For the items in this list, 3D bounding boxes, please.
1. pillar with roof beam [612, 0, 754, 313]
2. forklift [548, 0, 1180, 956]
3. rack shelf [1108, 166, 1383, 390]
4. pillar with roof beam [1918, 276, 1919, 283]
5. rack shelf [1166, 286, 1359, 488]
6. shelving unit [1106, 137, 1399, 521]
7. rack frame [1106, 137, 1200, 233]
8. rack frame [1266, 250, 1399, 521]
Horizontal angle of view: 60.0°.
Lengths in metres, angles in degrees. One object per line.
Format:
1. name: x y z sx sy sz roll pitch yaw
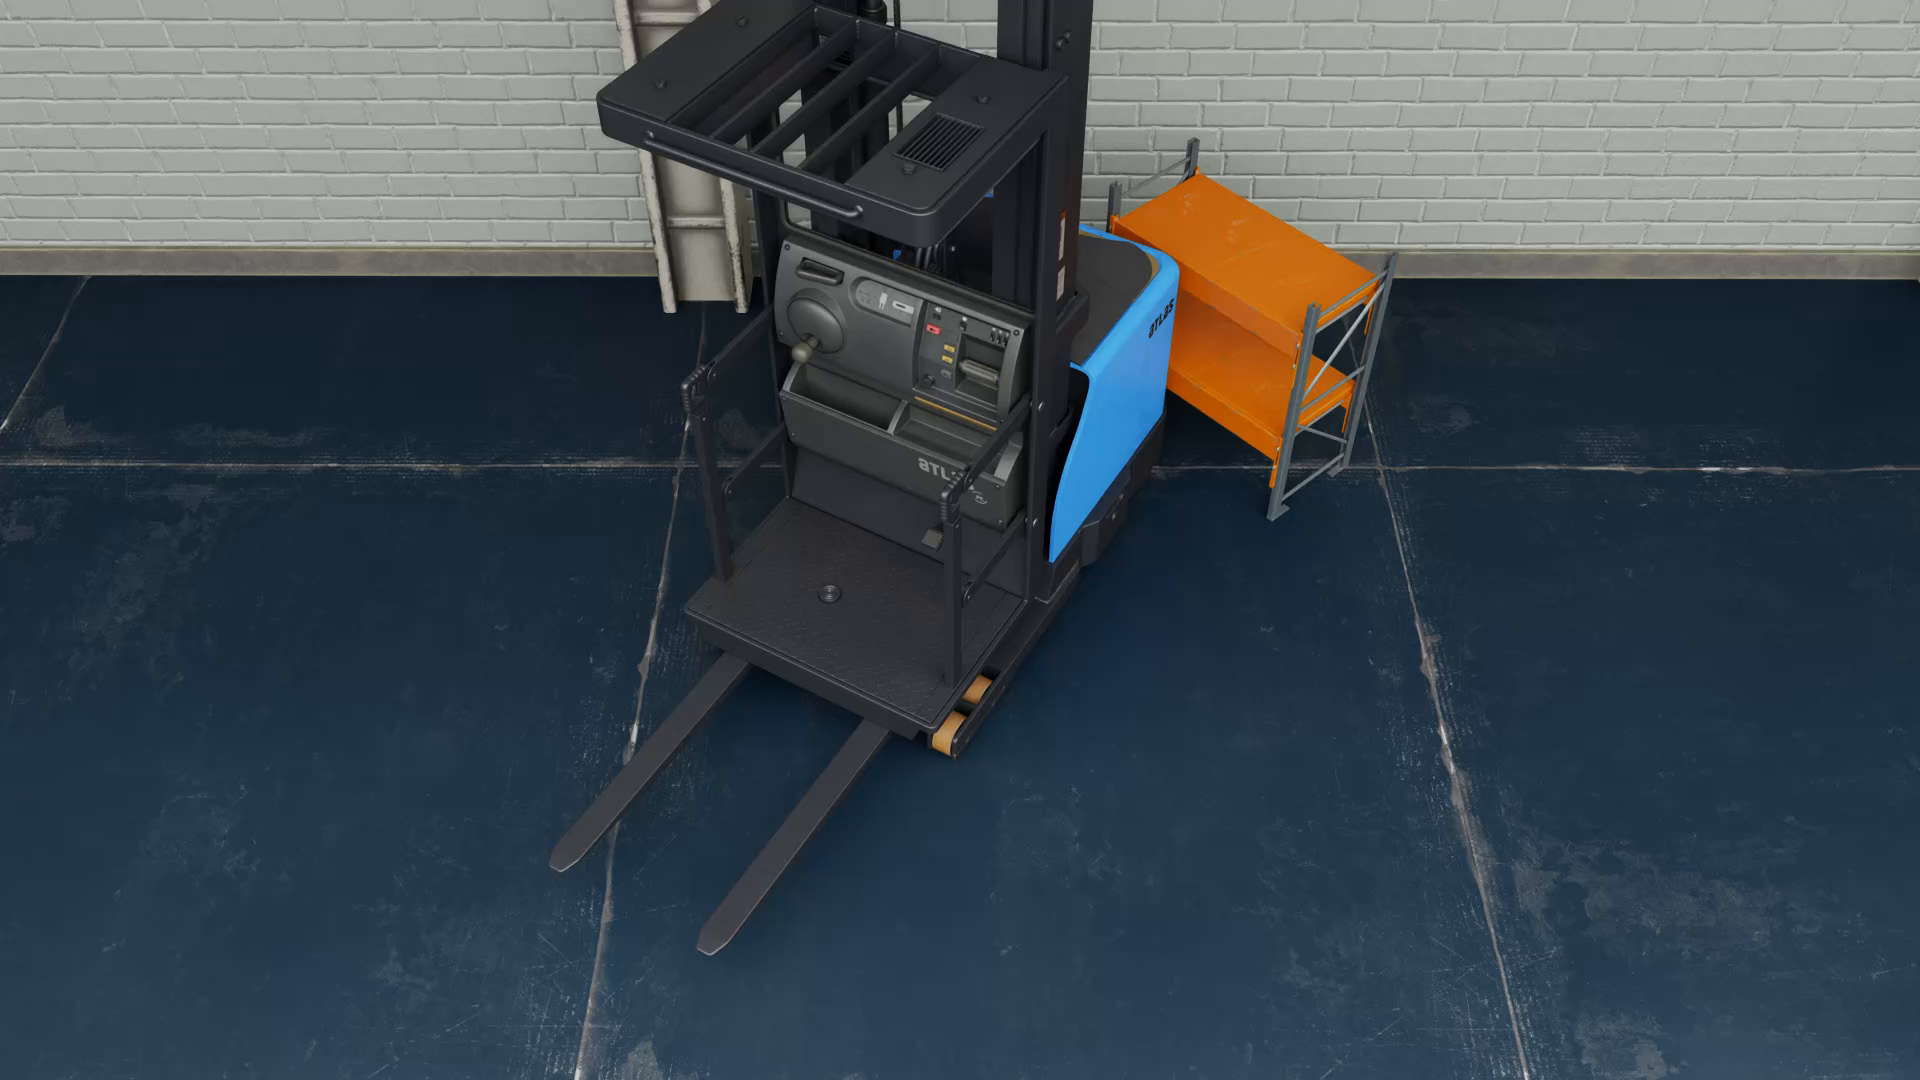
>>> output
1. pillar with roof beam: -1.211 -1.099 1.706 0.400 9.000 9.100 0 47 0
2. forklift: -0.318 -0.601 5.388 1.130 2.935 3.031 23 51 20
3. rack shelf: 1.130 -1.067 6.656 0.538 0.278 1.000 -33 55 -27
4. pillar with roof beam: 4.789 -1.082 1.690 0.400 9.000 9.100 0 47 0
5. rack shelf: 1.130 -0.701 7.049 0.538 0.278 1.000 -33 55 -27
6. shelving unit: 1.130 -0.868 6.870 0.538 1.125 1.048 -33 55 -27
7. rack frame: 0.790 -1.144 7.127 0.500 1.125 0.032 -33 55 -27
8. rack frame: 1.470 -0.591 6.612 0.500 1.125 0.032 -33 55 -27
